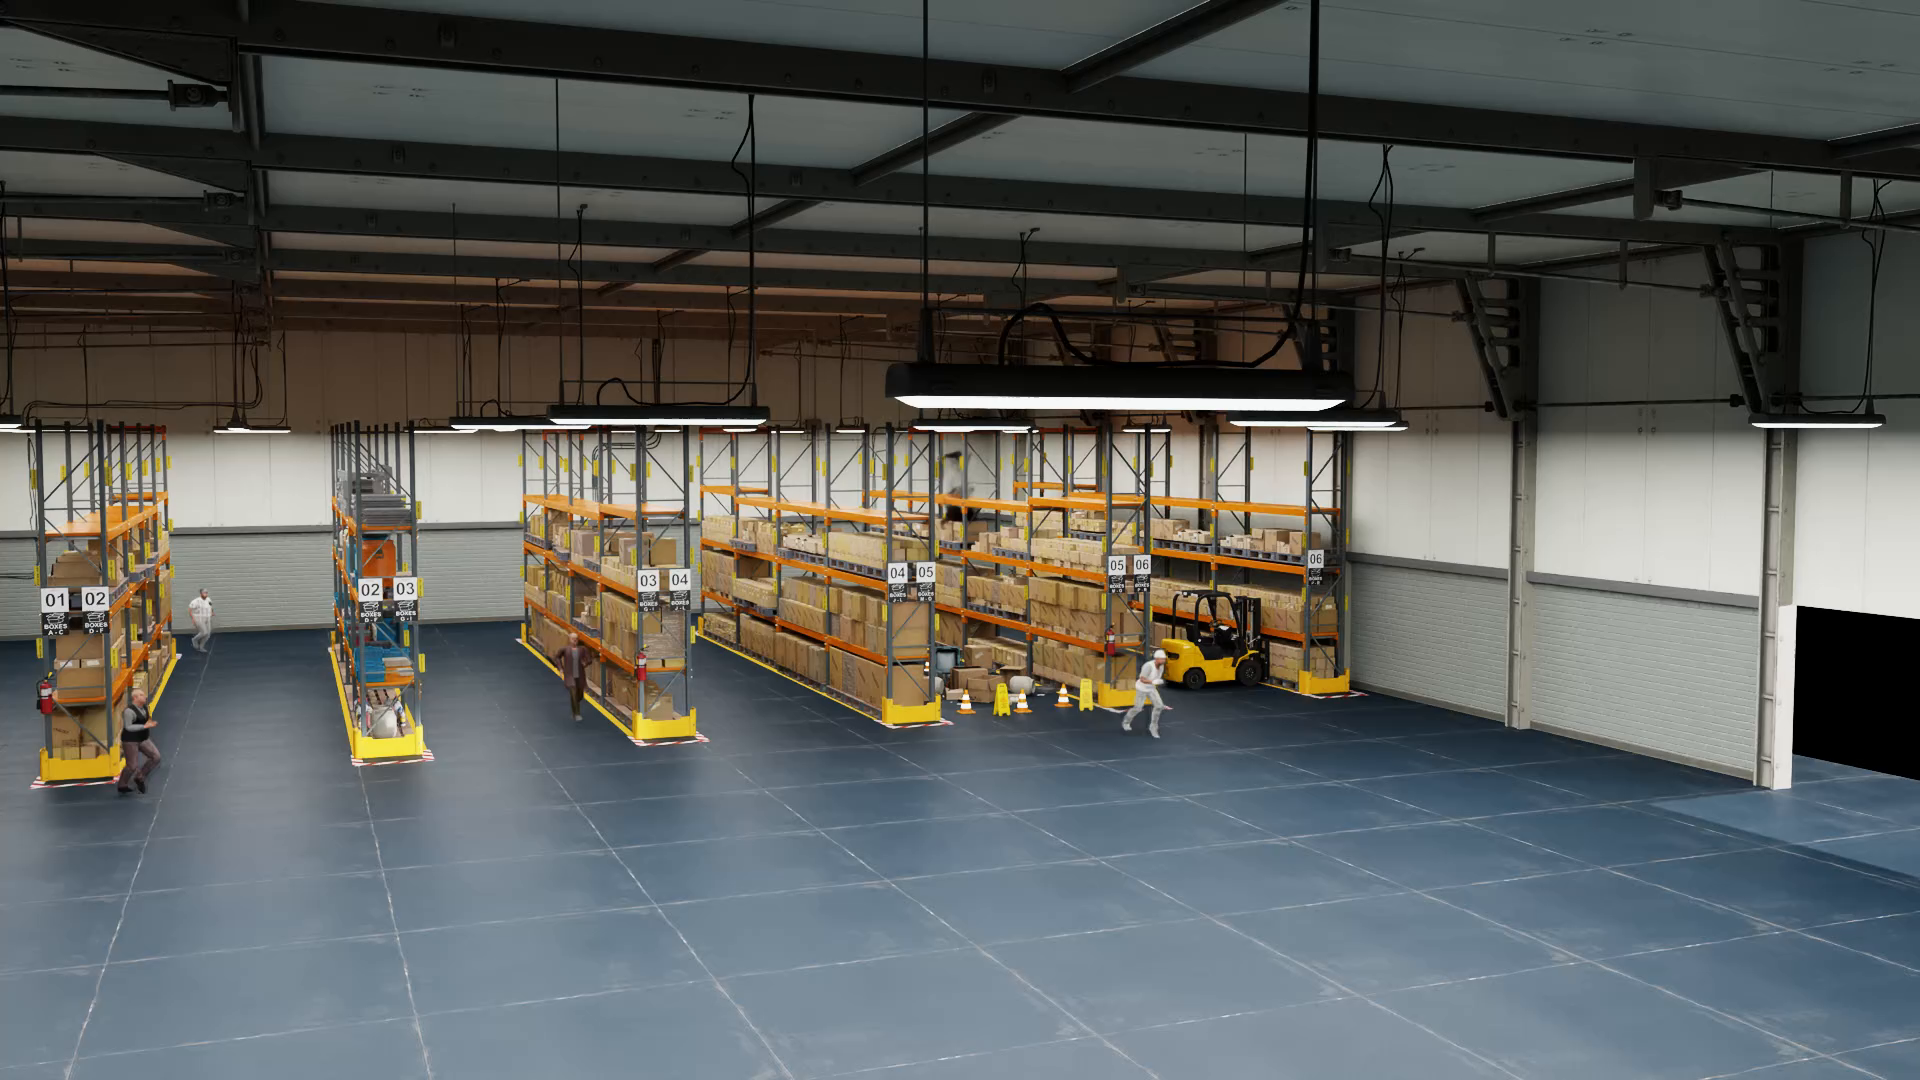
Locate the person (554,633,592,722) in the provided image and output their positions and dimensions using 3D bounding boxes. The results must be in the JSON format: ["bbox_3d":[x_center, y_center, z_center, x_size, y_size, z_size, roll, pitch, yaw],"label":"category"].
[{"bbox_3d":[-7.769,2.781,33.475,0.710,1.668,0.949,-2,4,-26],"label":"person"}]

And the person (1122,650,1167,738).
[{"bbox_3d":[3.543,2.926,31.785,1.014,1.722,0.728,3,5,42],"label":"person"}]

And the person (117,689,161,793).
[{"bbox_3d":[-13.082,3.204,26.455,0.785,1.677,0.684,1,4,9],"label":"person"}]

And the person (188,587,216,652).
[{"bbox_3d":[-20.044,2.113,44.069,0.609,1.715,0.637,2,4,26],"label":"person"}]
